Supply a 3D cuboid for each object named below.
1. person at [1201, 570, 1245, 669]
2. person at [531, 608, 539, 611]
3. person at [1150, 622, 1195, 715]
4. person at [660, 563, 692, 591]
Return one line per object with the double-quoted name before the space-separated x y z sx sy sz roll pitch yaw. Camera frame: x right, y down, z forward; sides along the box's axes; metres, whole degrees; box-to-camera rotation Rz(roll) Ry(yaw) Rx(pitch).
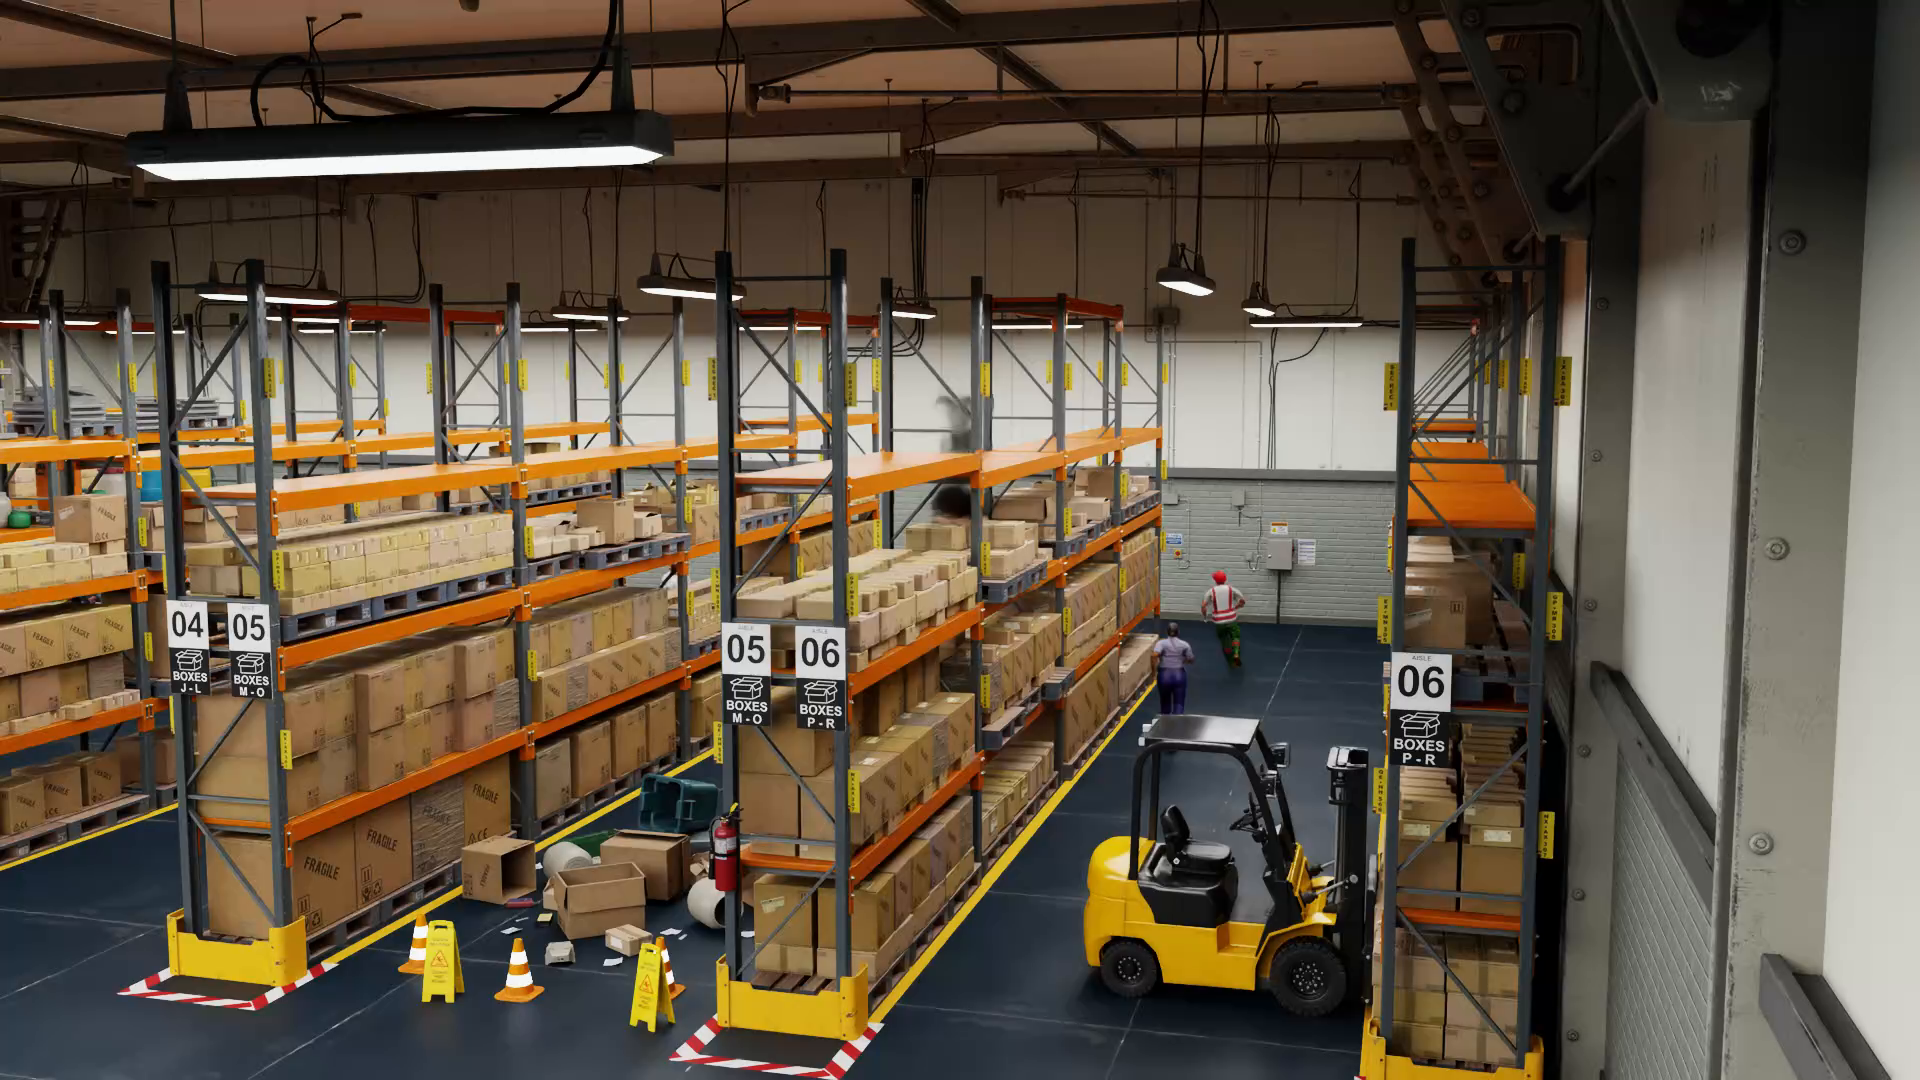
"person" 4.437 1.344 28.065 0.732 1.711 0.767 1 6 8
"person" -5.926 1.826 23.381 0.683 1.765 0.849 0 6 3
"person" 2.884 1.937 22.603 0.598 1.652 0.933 1 6 8
"person" -5.160 1.143 30.191 0.591 1.662 0.598 0 6 -3
